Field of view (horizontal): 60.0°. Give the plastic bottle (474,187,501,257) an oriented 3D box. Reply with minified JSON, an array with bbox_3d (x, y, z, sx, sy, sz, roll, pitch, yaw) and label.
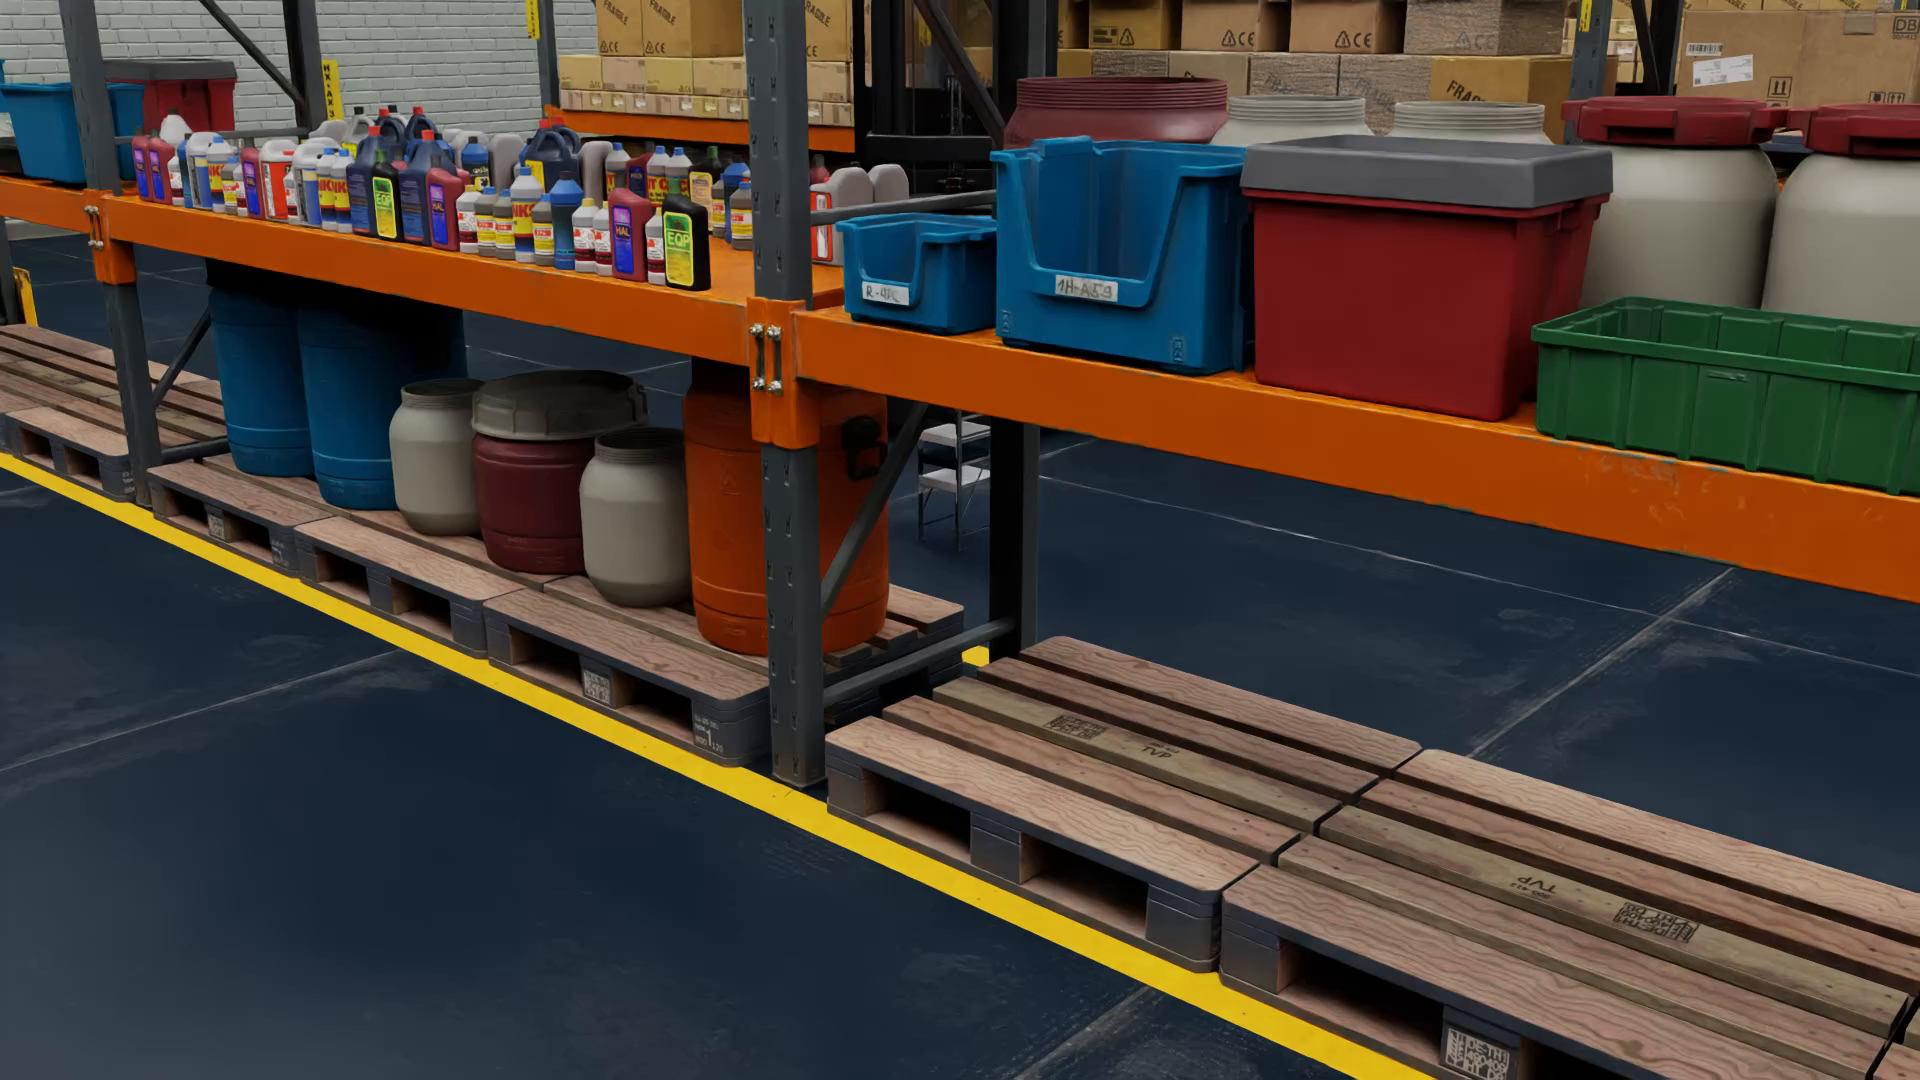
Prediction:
[{"bbox_3d":[-1.407,-0.957,4.997,0.097,0.201,0.097,0,18,0],"label":"plastic bottle"}]

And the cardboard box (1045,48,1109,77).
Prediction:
[{"bbox_3d":[0.713,-2.598,9.674,0.500,0.500,0.500,15,23,39],"label":"cardboard box"}]

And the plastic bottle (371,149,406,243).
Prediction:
[{"bbox_3d":[-1.816,-1.099,5.308,0.133,0.283,0.061,15,23,39],"label":"plastic bottle"}]

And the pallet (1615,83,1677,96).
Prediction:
[{"bbox_3d":[5.010,-3.395,12.669,1.213,0.211,1.003,15,23,39],"label":"pallet"}]

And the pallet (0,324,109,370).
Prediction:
[{"bbox_3d":[-5.530,-0.979,9.348,1.213,0.211,1.003,15,23,39],"label":"pallet"}]

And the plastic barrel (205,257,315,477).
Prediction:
[{"bbox_3d":[-2.733,-0.766,6.842,0.708,0.901,0.600,15,23,39],"label":"plastic barrel"}]

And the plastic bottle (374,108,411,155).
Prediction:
[{"bbox_3d":[-2.182,-1.476,6.384,0.185,0.351,0.144,15,23,39],"label":"plastic bottle"}]

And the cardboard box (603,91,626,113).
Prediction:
[{"bbox_3d":[-2.402,-3.235,12.261,0.250,0.149,0.380,14,23,38],"label":"cardboard box"}]

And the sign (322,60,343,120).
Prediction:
[{"bbox_3d":[-2.762,-1.935,7.294,0.005,0.325,0.100,15,23,39],"label":"sign"}]

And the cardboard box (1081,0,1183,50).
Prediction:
[{"bbox_3d":[1.147,-3.059,9.468,0.637,0.503,0.797,15,23,40],"label":"cardboard box"}]

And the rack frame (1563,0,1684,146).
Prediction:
[{"bbox_3d":[3.150,-1.997,7.945,0.127,3.000,1.000,15,23,39],"label":"rack frame"}]

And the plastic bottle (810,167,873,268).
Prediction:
[{"bbox_3d":[-0.347,-0.943,4.828,0.135,0.276,0.152,15,23,39],"label":"plastic bottle"}]

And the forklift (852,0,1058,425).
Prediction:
[{"bbox_3d":[-0.028,-2.352,9.178,1.130,2.935,3.031,0,18,0],"label":"forklift"}]

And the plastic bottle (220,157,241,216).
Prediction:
[{"bbox_3d":[-2.621,-1.283,6.024,0.097,0.201,0.097,0,18,0],"label":"plastic bottle"}]

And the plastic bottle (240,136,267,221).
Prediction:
[{"bbox_3d":[-2.474,-1.275,5.864,0.133,0.283,0.061,15,23,39],"label":"plastic bottle"}]

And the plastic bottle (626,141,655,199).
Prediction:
[{"bbox_3d":[-1.080,-1.223,5.699,0.133,0.283,0.061,15,23,39],"label":"plastic bottle"}]

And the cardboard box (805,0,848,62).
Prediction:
[{"bbox_3d":[-0.735,-3.361,10.760,0.500,0.500,0.500,15,23,40],"label":"cardboard box"}]

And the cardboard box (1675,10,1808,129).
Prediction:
[{"bbox_3d":[3.581,-2.145,7.553,0.500,0.500,0.500,12,21,33],"label":"cardboard box"}]

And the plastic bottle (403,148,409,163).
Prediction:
[{"bbox_3d":[-1.860,-1.170,5.554,0.097,0.271,0.097,0,18,0],"label":"plastic bottle"}]

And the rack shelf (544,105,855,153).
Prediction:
[{"bbox_3d":[-1.337,-2.859,11.850,4.000,0.370,1.077,15,23,39],"label":"rack shelf"}]

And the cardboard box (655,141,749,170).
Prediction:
[{"bbox_3d":[-1.621,-2.497,12.340,0.875,0.875,0.875,15,23,39],"label":"cardboard box"}]

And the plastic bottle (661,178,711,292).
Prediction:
[{"bbox_3d":[-0.723,-0.805,4.383,0.133,0.283,0.061,15,23,39],"label":"plastic bottle"}]

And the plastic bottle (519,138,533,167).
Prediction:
[{"bbox_3d":[-1.531,-1.306,5.981,0.097,0.271,0.097,0,18,0],"label":"plastic bottle"}]

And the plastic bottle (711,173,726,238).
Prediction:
[{"bbox_3d":[-0.761,-1.091,5.418,0.097,0.201,0.097,0,18,0],"label":"plastic bottle"}]

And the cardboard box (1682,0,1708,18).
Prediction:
[{"bbox_3d":[7.274,-5.317,16.588,0.500,0.500,0.500,15,23,39],"label":"cardboard box"}]

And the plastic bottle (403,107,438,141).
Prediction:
[{"bbox_3d":[-2.086,-1.508,6.487,0.185,0.351,0.144,15,23,39],"label":"plastic bottle"}]

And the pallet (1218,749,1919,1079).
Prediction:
[{"bbox_3d":[1.325,0.862,3.546,1.213,0.211,1.003,15,23,39],"label":"pallet"}]

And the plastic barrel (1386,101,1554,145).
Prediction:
[{"bbox_3d":[1.089,-0.687,3.632,0.421,0.512,0.421,0,18,0],"label":"plastic barrel"}]

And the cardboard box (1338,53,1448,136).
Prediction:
[{"bbox_3d":[2.248,-2.189,8.385,0.500,0.500,0.500,15,23,39],"label":"cardboard box"}]

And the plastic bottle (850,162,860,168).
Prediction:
[{"bbox_3d":[-0.315,-1.004,5.030,0.097,0.271,0.097,0,18,0],"label":"plastic bottle"}]

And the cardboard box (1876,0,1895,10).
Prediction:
[{"bbox_3d":[8.779,-4.909,15.303,0.500,0.500,0.500,16,23,40],"label":"cardboard box"}]

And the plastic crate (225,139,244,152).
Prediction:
[{"bbox_3d":[-3.382,-1.708,7.372,0.243,0.136,0.396,15,23,39],"label":"plastic crate"}]

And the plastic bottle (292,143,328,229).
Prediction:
[{"bbox_3d":[-2.170,-1.209,5.666,0.135,0.276,0.152,15,23,39],"label":"plastic bottle"}]

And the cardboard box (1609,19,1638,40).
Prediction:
[{"bbox_3d":[4.882,-3.717,12.104,0.250,0.149,0.380,17,24,42],"label":"cardboard box"}]

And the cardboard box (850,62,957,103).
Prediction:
[{"bbox_3d":[-0.346,-2.899,10.545,0.500,0.250,0.500,14,23,38],"label":"cardboard box"}]

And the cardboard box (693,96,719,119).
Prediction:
[{"bbox_3d":[-1.635,-3.029,11.612,0.250,0.149,0.380,14,23,38],"label":"cardboard box"}]

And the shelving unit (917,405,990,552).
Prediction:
[{"bbox_3d":[-0.006,-0.431,6.481,0.210,0.900,0.258,15,23,39],"label":"shelving unit"}]

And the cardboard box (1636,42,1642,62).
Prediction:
[{"bbox_3d":[5.076,-3.523,11.984,0.250,0.149,0.380,15,23,39],"label":"cardboard box"}]

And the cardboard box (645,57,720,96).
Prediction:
[{"bbox_3d":[-1.887,-3.311,11.843,0.500,0.250,0.500,14,22,37],"label":"cardboard box"}]

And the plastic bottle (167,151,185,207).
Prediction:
[{"bbox_3d":[-2.940,-1.369,6.294,0.097,0.201,0.097,0,18,0],"label":"plastic bottle"}]

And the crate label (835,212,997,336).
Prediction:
[{"bbox_3d":[-0.071,-0.627,3.905,0.416,0.233,0.303,15,23,39],"label":"crate label"}]

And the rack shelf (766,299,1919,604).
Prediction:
[{"bbox_3d":[1.359,-0.132,3.257,4.000,0.370,1.077,15,23,39],"label":"rack shelf"}]

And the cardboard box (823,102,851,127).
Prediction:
[{"bbox_3d":[-0.671,-2.771,10.798,0.250,0.149,0.380,15,23,38],"label":"cardboard box"}]

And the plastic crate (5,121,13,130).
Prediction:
[{"bbox_3d":[-4.725,-2.096,8.593,0.250,0.136,0.298,15,23,39],"label":"plastic crate"}]

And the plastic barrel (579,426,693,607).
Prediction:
[{"bbox_3d":[-0.996,-0.078,5.317,0.421,0.512,0.421,0,18,0],"label":"plastic barrel"}]

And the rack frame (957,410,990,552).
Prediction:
[{"bbox_3d":[0.070,-0.410,6.416,0.006,0.900,0.240,15,23,39],"label":"rack frame"}]

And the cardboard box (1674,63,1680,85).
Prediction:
[{"bbox_3d":[5.283,-3.327,11.857,0.250,0.149,0.380,15,23,39],"label":"cardboard box"}]

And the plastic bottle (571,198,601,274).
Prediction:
[{"bbox_3d":[-1.043,-0.859,4.689,0.097,0.201,0.097,0,18,0],"label":"plastic bottle"}]

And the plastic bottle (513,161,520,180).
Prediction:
[{"bbox_3d":[-1.590,-1.313,6.120,0.097,0.201,0.097,0,18,0],"label":"plastic bottle"}]
